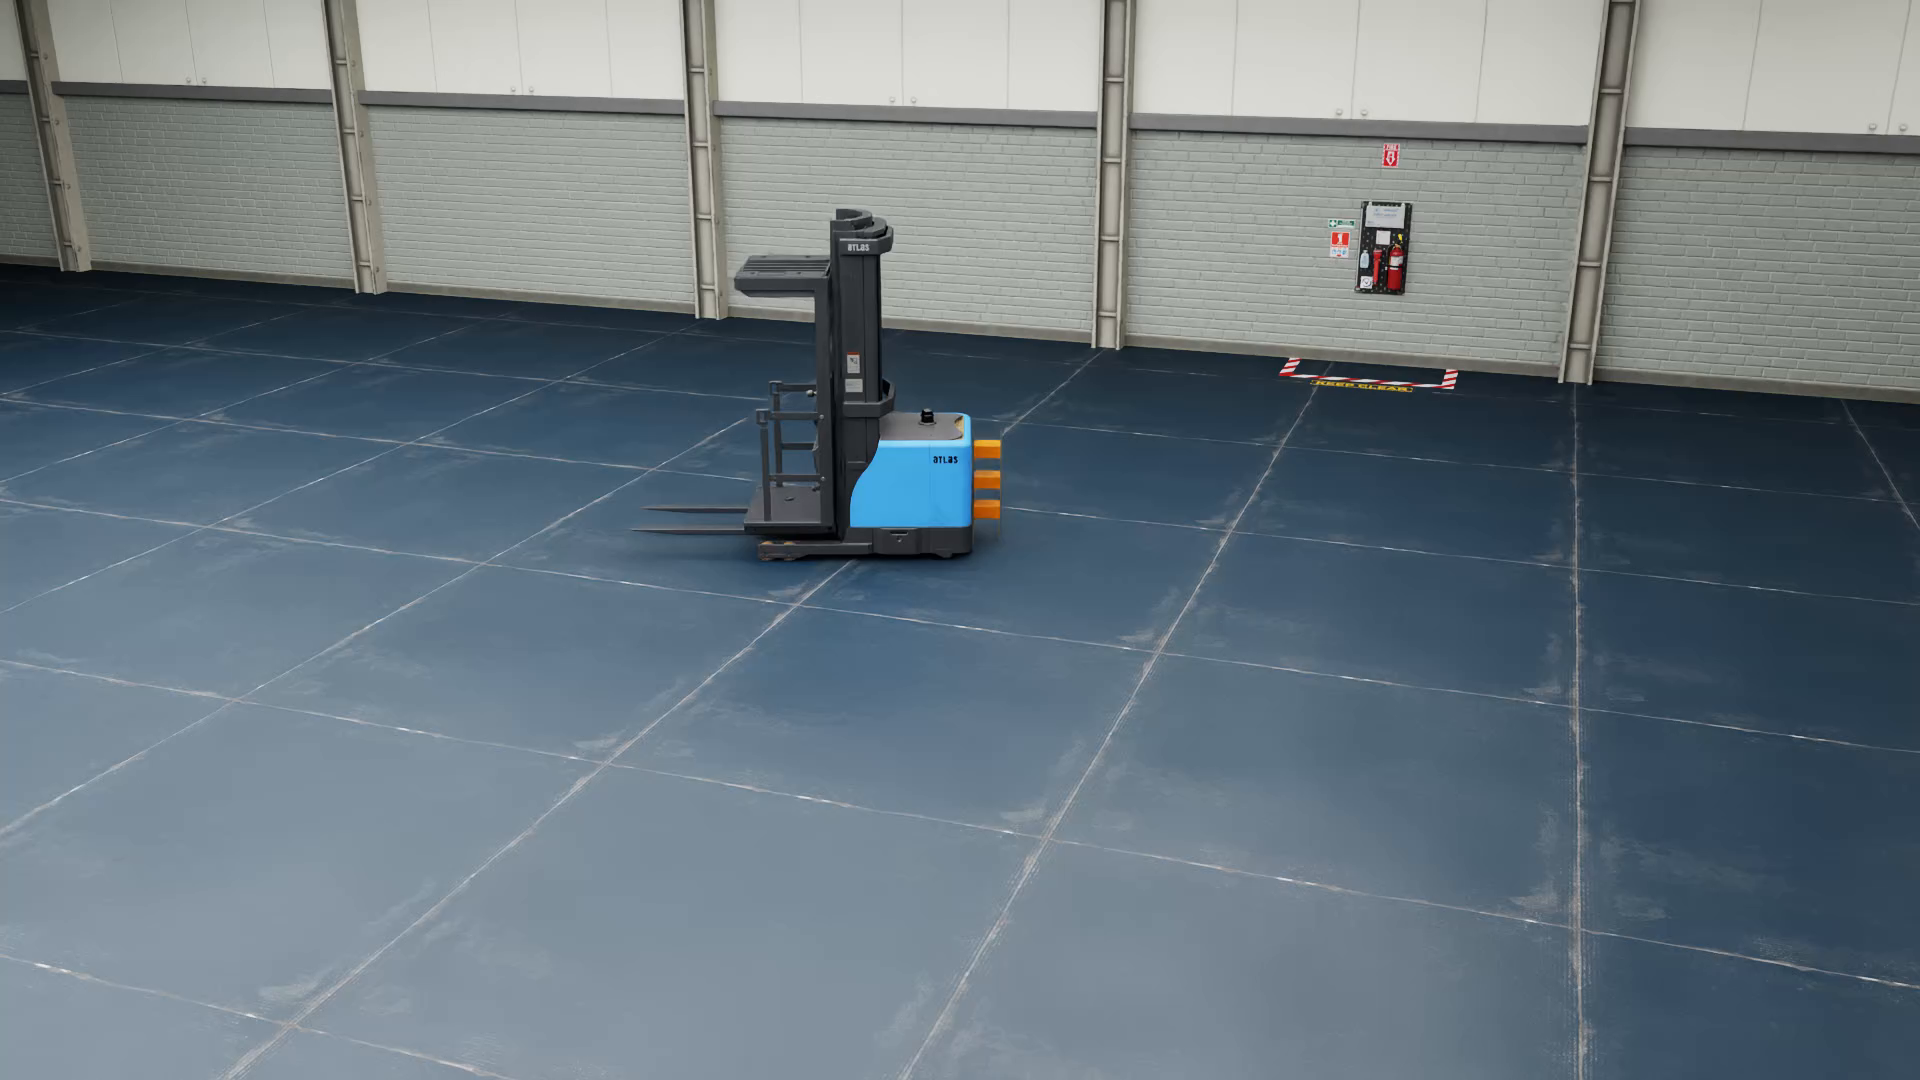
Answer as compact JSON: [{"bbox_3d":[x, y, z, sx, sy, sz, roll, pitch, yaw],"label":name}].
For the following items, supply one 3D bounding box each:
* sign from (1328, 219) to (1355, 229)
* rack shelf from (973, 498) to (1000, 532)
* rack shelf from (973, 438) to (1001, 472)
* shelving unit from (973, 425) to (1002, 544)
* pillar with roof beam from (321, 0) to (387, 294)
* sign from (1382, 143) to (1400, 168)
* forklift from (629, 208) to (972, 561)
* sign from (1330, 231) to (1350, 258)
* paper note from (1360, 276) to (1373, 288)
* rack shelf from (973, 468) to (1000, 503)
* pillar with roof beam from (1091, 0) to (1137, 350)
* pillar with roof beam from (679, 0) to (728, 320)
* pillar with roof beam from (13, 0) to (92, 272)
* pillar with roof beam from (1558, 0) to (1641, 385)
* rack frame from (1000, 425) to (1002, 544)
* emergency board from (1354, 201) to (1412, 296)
[{"bbox_3d":[4.877,-4.039,21.246,0.331,0.109,0.001,7,20,18],"label":"sign"},{"bbox_3d":[0.243,-0.226,15.007,0.240,0.259,0.215,1,19,2],"label":"rack shelf"},{"bbox_3d":[0.243,-0.757,14.822,0.240,0.259,0.215,1,19,2],"label":"rack shelf"},{"bbox_3d":[0.243,-0.499,14.912,0.252,1.050,0.215,1,19,2],"label":"shelving unit"},{"bbox_3d":[-10.730,-6.843,21.036,0.400,9.000,9.100,7,20,18],"label":"pillar with roof beam"},{"bbox_3d":[5.389,-4.810,20.795,0.199,0.298,0.001,7,20,18],"label":"sign"},{"bbox_3d":[-1.405,-1.375,14.567,3.031,2.935,1.130,0,19,0],"label":"forklift"},{"bbox_3d":[4.876,-3.792,21.343,0.234,0.329,0.001,7,20,18],"label":"sign"},{"bbox_3d":[5.219,-3.308,21.347,0.142,0.148,0.016,7,20,18],"label":"paper note"},{"bbox_3d":[0.243,-0.489,14.915,0.240,0.259,0.215,1,19,2],"label":"rack shelf"},{"bbox_3d":[0.605,-5.547,17.318,0.400,9.000,9.100,7,20,18],"label":"pillar with roof beam"},{"bbox_3d":[-5.062,-6.195,19.177,0.400,9.000,9.100,7,20,18],"label":"pillar with roof beam"},{"bbox_3d":[-16.398,-7.491,22.896,0.400,9.000,9.100,7,20,18],"label":"pillar with roof beam"},{"bbox_3d":[6.273,-4.899,15.458,0.400,9.000,9.100,7,20,18],"label":"pillar with roof beam"},{"bbox_3d":[0.365,-0.497,14.907,0.008,1.050,0.200,1,19,2],"label":"rack frame"},{"bbox_3d":[5.364,-3.683,21.086,0.643,1.169,0.194,7,20,18],"label":"emergency board"}]
